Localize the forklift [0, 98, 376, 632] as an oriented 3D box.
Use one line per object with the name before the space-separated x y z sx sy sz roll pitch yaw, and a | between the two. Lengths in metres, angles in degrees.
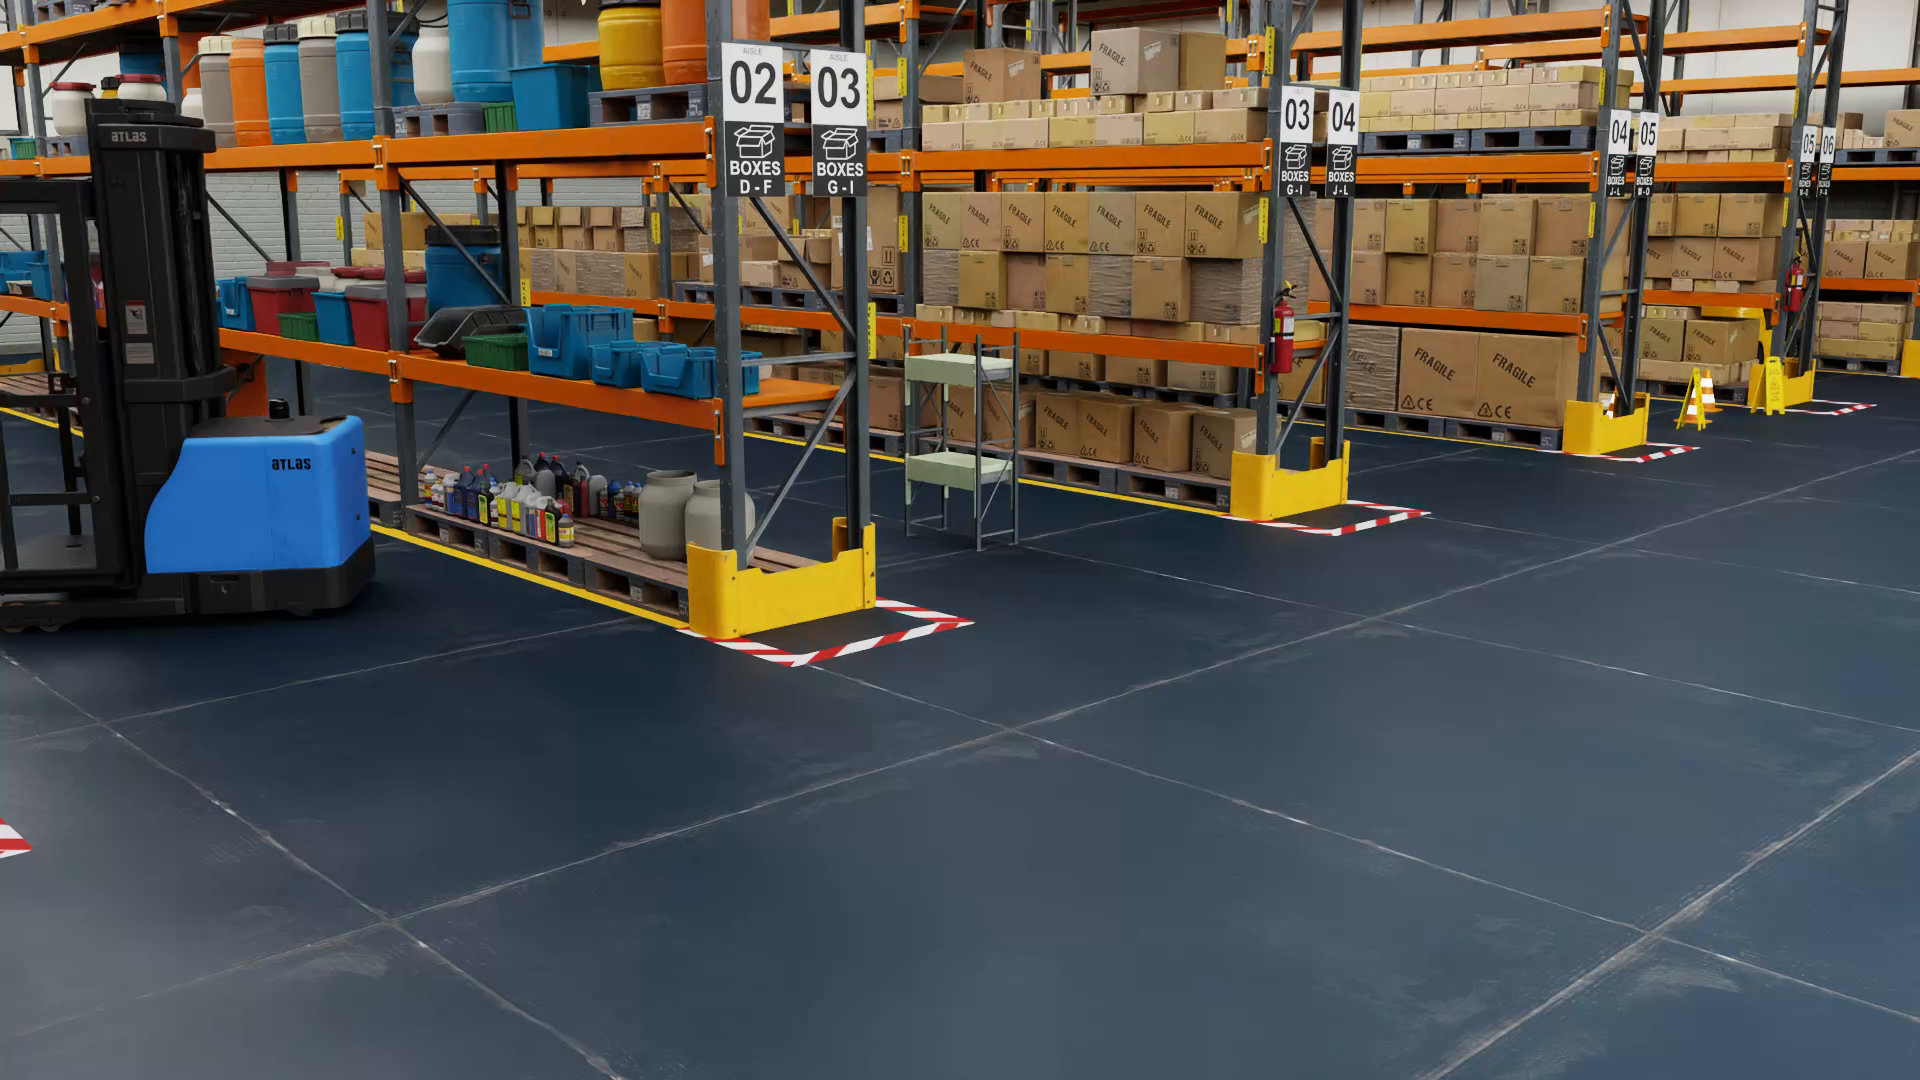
forklift | -5.142 -1.029 9.644 3.031 2.935 1.130 -2 12 -8

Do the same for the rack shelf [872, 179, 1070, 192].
rack shelf | 0.148 -6.244 29.133 1.077 0.370 4.000 -11 16 -43

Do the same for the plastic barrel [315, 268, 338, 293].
plastic barrel | -5.303 -2.053 14.166 0.421 0.512 0.421 0 12 0

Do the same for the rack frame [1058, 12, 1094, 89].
rack frame | 2.354 -9.049 33.534 1.000 3.000 0.127 -11 16 -43

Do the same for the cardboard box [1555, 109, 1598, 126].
cardboard box | 5.831 -3.981 15.703 0.380 0.149 0.250 -11 16 -43

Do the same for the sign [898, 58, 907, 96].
sign | -0.513 -4.124 14.804 0.100 0.325 0.005 -11 16 -43

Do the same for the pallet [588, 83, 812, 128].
pallet | -1.434 -2.524 9.761 1.003 0.211 1.213 -11 16 -43

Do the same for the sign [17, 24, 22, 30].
sign | -11.597 -6.207 20.538 0.100 0.325 0.005 -11 16 -43

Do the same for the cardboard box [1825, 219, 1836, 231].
cardboard box | 12.232 -4.447 23.468 0.380 0.149 0.250 -10 16 -41

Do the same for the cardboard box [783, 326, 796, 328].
cardboard box | -2.416 -3.247 24.788 0.380 0.149 0.250 -10 15 -41

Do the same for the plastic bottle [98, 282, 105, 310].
plastic bottle | -8.537 -2.447 16.664 0.152 0.276 0.135 -11 16 -43

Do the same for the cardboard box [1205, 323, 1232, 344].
cardboard box | 2.130 -1.629 13.008 0.380 0.149 0.250 -11 16 -43

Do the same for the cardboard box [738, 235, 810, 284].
cardboard box | -2.017 -2.984 17.674 0.700 0.500 0.500 -8 14 -34

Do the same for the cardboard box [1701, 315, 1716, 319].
cardboard box | 9.078 -2.545 20.748 0.500 0.500 0.500 11 16 43

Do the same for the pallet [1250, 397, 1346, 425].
pallet | 4.012 -1.475 18.549 1.003 0.211 1.213 -11 16 -43

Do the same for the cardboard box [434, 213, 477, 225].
cardboard box | -6.493 -3.997 21.655 0.500 0.500 0.500 -11 16 -42

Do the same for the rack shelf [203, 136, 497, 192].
rack shelf | -5.077 -3.005 13.413 1.077 0.370 4.000 -11 16 -43

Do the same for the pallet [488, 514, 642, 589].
pallet | -2.416 0.051 11.139 1.003 0.211 1.213 -11 16 -43

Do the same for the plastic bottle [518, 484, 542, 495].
plastic bottle | -2.925 -0.237 11.288 0.152 0.276 0.135 -11 16 -43

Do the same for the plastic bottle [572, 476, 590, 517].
plastic bottle | -2.655 -0.313 11.640 0.061 0.283 0.133 -11 16 -43

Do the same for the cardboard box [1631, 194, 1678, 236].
cardboard box | 8.534 -3.947 20.174 0.700 0.500 0.500 -11 16 -43

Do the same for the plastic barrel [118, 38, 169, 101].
plastic barrel | -7.932 -4.457 16.392 0.600 0.901 0.708 -11 16 -43

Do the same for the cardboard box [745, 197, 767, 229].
cardboard box | -2.863 -4.921 24.898 0.500 0.500 0.500 11 16 43

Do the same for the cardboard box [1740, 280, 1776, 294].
cardboard box | 9.403 -2.986 19.591 0.380 0.149 0.250 -10 15 -41

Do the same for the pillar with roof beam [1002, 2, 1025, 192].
pillar with roof beam | -1.970 -8.969 33.142 9.100 9.000 0.548 -11 16 -43

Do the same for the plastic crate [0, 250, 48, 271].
plastic crate | -11.617 -3.372 20.606 0.616 0.435 0.499 -11 16 -43

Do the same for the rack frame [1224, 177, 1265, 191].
rack frame | 4.291 -4.251 25.113 1.000 3.000 0.127 -11 16 -43

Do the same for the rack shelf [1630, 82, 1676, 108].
rack shelf | 9.260 -7.042 26.564 1.077 0.370 4.000 -11 16 -43

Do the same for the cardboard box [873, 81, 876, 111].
cardboard box | -1.018 -4.232 16.288 0.797 0.503 0.637 -10 15 -40

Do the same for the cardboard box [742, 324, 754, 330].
cardboard box | -3.115 -3.246 25.523 0.380 0.149 0.250 -10 16 -41

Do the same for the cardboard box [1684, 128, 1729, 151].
cardboard box | 8.931 -4.738 19.675 0.500 0.250 0.500 -11 16 -43

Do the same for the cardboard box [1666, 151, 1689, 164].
cardboard box | 8.680 -4.594 19.966 0.380 0.149 0.250 -11 16 -43

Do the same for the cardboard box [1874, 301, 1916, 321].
cardboard box | 13.208 -3.221 23.409 0.500 0.250 0.500 -11 16 -43

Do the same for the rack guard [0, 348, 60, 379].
rack guard | -12.009 -2.125 20.987 1.175 0.500 0.348 -11 16 -43

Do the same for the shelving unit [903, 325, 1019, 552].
shelving unit | 0.005 -0.734 11.755 0.431 1.500 0.755 -11 16 -43

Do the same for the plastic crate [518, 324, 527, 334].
plastic crate | -2.736 -1.400 11.641 0.499 0.251 0.616 -11 16 -43

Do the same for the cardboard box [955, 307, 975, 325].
cardboard box | 0.173 -2.019 14.902 0.380 0.149 0.250 -11 16 -43

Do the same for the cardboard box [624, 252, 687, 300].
cardboard box | -3.396 -2.957 18.582 0.500 0.500 0.500 -10 15 -41

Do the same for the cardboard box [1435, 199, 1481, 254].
cardboard box | 5.342 -3.209 17.007 0.875 0.550 0.550 -11 16 -43

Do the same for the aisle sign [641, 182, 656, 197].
aisle sign | -5.011 -5.956 26.947 0.394 0.787 0.004 -11 16 -43

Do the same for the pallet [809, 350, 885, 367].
pallet | -1.443 -2.651 24.258 1.003 0.211 1.213 -11 16 -43

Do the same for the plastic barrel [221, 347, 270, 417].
plastic barrel | -6.809 -1.392 15.572 0.600 0.830 0.708 -11 16 -43

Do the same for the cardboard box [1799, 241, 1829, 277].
cardboard box | 12.168 -4.012 23.703 0.500 0.500 0.500 -11 16 -44

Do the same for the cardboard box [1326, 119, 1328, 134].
cardboard box | 3.900 -4.389 17.682 0.380 0.149 0.250 -11 16 -43

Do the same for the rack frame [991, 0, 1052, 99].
rack frame | 0.781 -6.485 21.088 1.000 3.000 0.127 -11 16 -43

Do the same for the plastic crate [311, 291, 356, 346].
plastic crate | -4.683 -1.706 12.799 0.392 0.384 0.575 -11 16 -43

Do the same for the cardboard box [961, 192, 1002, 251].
cardboard box | 0.359 -2.797 14.592 0.500 0.500 0.500 -11 16 -43

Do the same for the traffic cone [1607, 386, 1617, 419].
traffic cone | 6.966 -1.412 17.619 0.336 0.463 0.334 -11 16 -43

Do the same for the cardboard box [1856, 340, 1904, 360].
cardboard box | 12.850 -2.660 23.160 0.500 0.250 0.500 -11 16 -42

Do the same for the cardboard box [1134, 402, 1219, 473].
cardboard box | 1.792 -0.860 13.807 0.500 0.500 0.500 -6 13 -28

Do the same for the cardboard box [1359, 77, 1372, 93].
cardboard box | 4.254 -4.705 17.241 0.380 0.149 0.250 -11 16 -42

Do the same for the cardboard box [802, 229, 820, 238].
cardboard box | -2.042 -4.383 23.859 0.380 0.149 0.250 -10 15 -40

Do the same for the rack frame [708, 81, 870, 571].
rack frame | -0.934 -1.013 9.393 1.000 3.000 0.127 -11 16 -43

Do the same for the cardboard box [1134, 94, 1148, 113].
cardboard box | 1.596 -3.457 13.205 0.380 0.149 0.250 -11 16 -42

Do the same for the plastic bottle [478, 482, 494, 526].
plastic bottle | -3.225 -0.248 11.325 0.061 0.283 0.133 -10 15 -40

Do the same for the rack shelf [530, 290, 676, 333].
rack shelf | -4.257 -2.810 19.899 1.077 0.370 4.000 -11 16 -43

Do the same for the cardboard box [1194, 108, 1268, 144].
cardboard box | 2.132 -3.133 12.625 0.500 0.250 0.500 -10 16 -41
